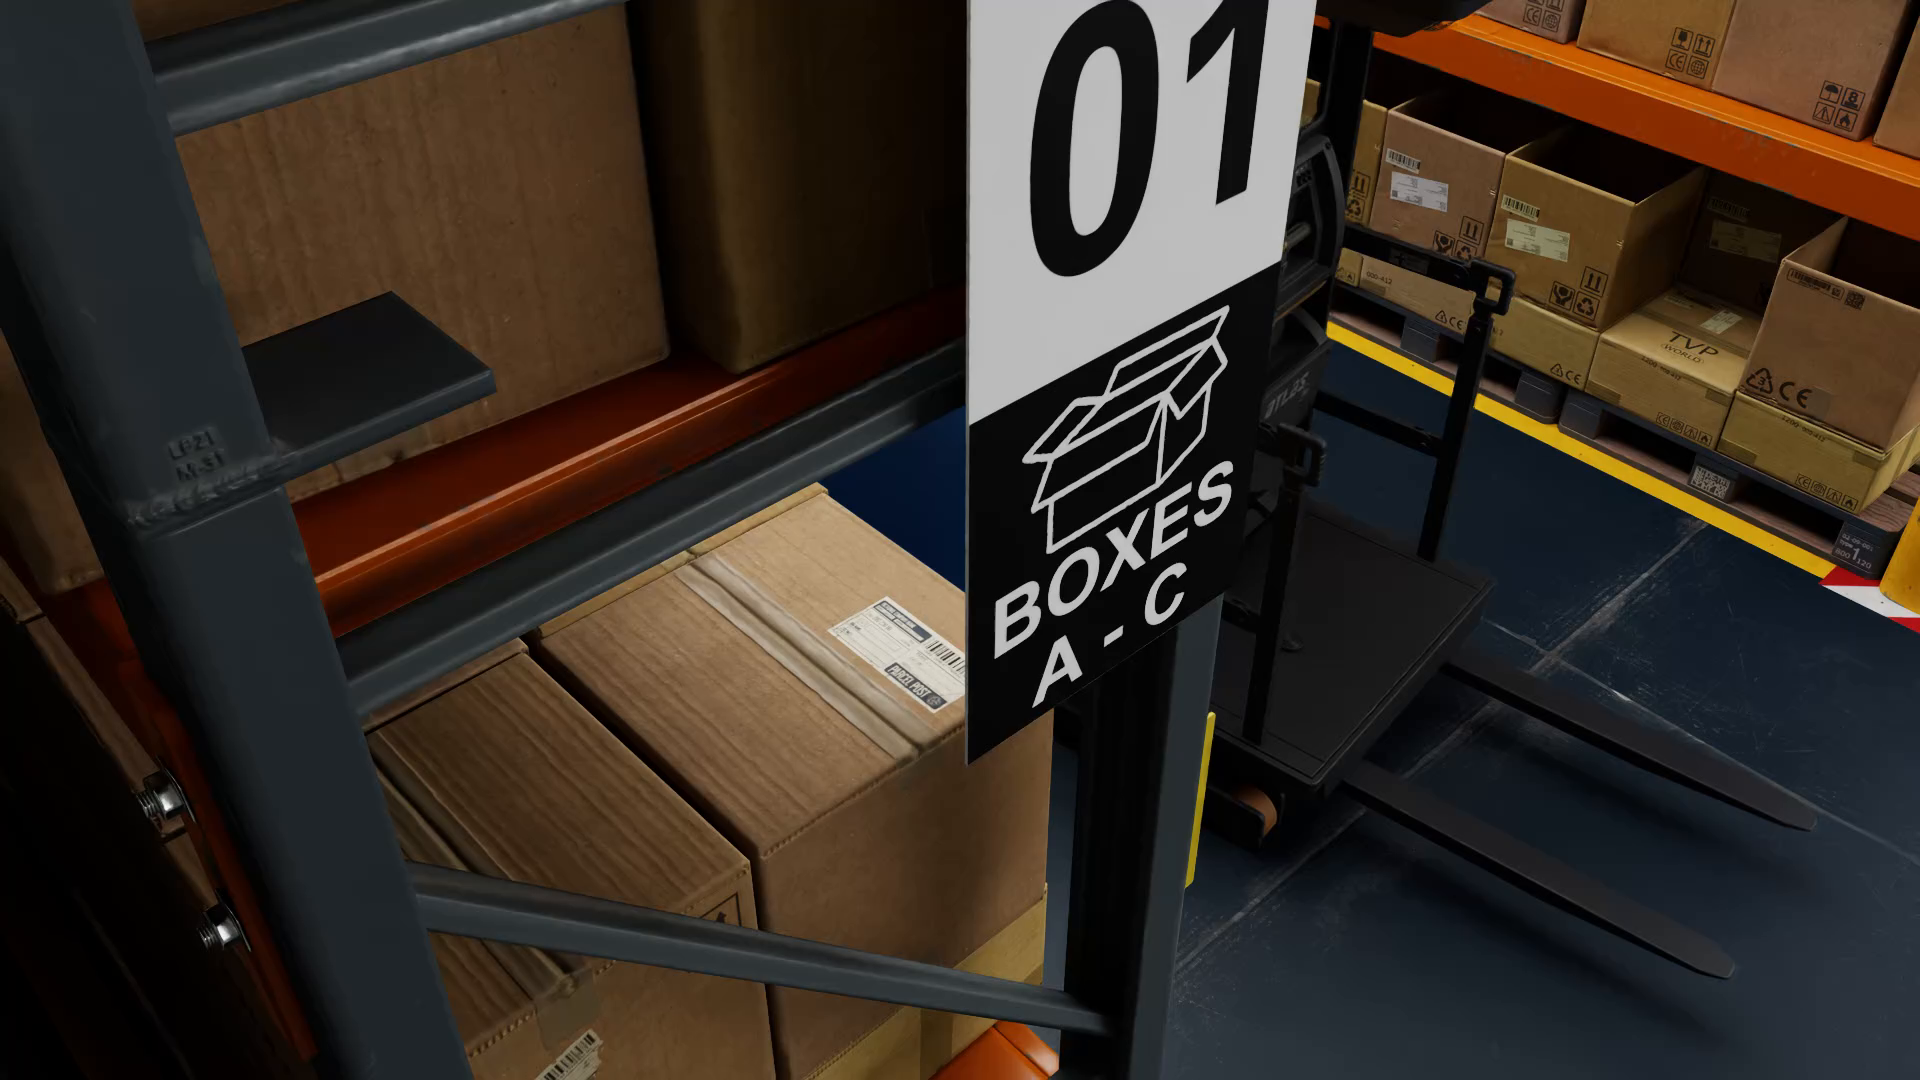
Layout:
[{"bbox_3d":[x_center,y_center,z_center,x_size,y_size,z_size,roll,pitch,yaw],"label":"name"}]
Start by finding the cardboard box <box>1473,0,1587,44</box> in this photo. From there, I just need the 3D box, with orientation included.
[{"bbox_3d":[2.172,-2.153,5.873,0.700,0.500,0.500,-28,47,-31],"label":"cardboard box"}]

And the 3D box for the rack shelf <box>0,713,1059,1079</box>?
[{"bbox_3d":[-1.471,0.283,3.508,1.077,0.370,4.000,-30,48,-32],"label":"rack shelf"}]

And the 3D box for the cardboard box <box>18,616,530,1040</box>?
[{"bbox_3d":[-0.927,0.323,2.393,0.500,0.500,0.500,-29,47,-31],"label":"cardboard box"}]

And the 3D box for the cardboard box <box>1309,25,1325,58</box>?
[{"bbox_3d":[1.249,-1.839,6.821,0.500,0.500,0.500,-30,48,-32],"label":"cardboard box"}]

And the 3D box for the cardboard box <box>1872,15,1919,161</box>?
[{"bbox_3d":[3.221,-1.438,4.988,0.700,0.500,0.500,-30,48,-32],"label":"cardboard box"}]

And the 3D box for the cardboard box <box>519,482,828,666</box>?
[{"bbox_3d":[-0.547,0.106,2.662,0.500,0.500,0.500,-30,48,-32],"label":"cardboard box"}]

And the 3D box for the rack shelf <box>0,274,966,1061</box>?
[{"bbox_3d":[-1.471,-0.884,2.566,1.077,0.370,4.000,-30,48,-32],"label":"rack shelf"}]

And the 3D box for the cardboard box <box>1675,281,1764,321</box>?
[{"bbox_3d":[2.988,-0.844,6.186,0.500,0.250,0.500,-30,48,-32],"label":"cardboard box"}]

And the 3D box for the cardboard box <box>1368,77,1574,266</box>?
[{"bbox_3d":[1.921,-1.373,6.245,0.500,0.500,0.500,-30,48,-32],"label":"cardboard box"}]

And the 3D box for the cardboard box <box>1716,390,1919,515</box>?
[{"bbox_3d":[2.947,-0.394,5.629,0.500,0.250,0.500,-30,48,-32],"label":"cardboard box"}]

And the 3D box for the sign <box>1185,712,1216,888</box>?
[{"bbox_3d":[0.281,0.362,2.150,0.100,0.325,0.005,-30,48,-32],"label":"sign"}]

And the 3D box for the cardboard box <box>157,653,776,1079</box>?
[{"bbox_3d":[-0.594,0.560,2.100,0.500,0.500,0.500,-31,48,-32],"label":"cardboard box"}]

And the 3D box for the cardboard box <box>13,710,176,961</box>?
[{"bbox_3d":[-1.280,0.379,2.921,0.500,0.250,0.500,-30,48,-32],"label":"cardboard box"}]

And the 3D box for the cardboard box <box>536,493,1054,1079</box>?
[{"bbox_3d":[-0.220,0.339,2.373,0.500,0.500,0.500,-30,48,-32],"label":"cardboard box"}]

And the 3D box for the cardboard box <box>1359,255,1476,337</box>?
[{"bbox_3d":[1.924,-1.083,6.482,0.500,0.250,0.500,-30,48,-32],"label":"cardboard box"}]

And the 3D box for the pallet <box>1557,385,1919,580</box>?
[{"bbox_3d":[2.979,-0.429,6.037,1.003,0.211,1.213,-30,48,-32],"label":"pallet"}]

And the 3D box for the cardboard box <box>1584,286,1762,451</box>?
[{"bbox_3d":[2.600,-0.620,5.909,0.500,0.250,0.500,-30,48,-32],"label":"cardboard box"}]

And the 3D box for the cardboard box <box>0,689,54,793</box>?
[{"bbox_3d":[-1.624,0.147,3.209,0.500,0.250,0.500,-29,47,-31],"label":"cardboard box"}]

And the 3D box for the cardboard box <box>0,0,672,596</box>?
[{"bbox_3d":[-0.588,-0.370,1.262,0.500,0.500,0.500,-26,46,-29],"label":"cardboard box"}]

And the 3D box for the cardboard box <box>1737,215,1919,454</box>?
[{"bbox_3d":[2.946,-0.685,5.392,0.500,0.500,0.500,-30,48,-32],"label":"cardboard box"}]

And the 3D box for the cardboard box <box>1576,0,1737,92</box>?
[{"bbox_3d":[2.531,-1.911,5.574,0.700,0.500,0.500,-30,47,-31],"label":"cardboard box"}]

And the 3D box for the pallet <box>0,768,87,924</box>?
[{"bbox_3d":[-2.344,0.459,4.938,1.003,0.211,1.213,-30,48,-32],"label":"pallet"}]

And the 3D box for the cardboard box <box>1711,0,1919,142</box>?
[{"bbox_3d":[2.862,-1.679,5.286,0.700,0.500,0.500,-29,47,-31],"label":"cardboard box"}]

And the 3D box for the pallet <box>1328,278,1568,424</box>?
[{"bbox_3d":[2.159,-0.993,6.736,1.003,0.211,1.213,-30,48,-32],"label":"pallet"}]

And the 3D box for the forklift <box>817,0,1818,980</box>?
[{"bbox_3d":[0.896,-0.675,4.177,3.031,2.935,1.130,27,46,30],"label":"forklift"}]

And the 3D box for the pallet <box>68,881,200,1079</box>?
[{"bbox_3d":[-1.515,1.023,4.239,1.003,0.211,1.213,-30,48,-32],"label":"pallet"}]

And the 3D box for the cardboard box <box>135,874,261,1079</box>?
[{"bbox_3d":[-0.936,0.610,2.636,0.500,0.250,0.500,-29,47,-31],"label":"cardboard box"}]

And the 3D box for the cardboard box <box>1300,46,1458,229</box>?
[{"bbox_3d":[1.582,-1.604,6.530,0.500,0.500,0.500,-30,48,-32],"label":"cardboard box"}]

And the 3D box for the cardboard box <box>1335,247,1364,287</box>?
[{"bbox_3d":[1.581,-1.312,6.765,0.500,0.250,0.500,-30,48,-32],"label":"cardboard box"}]

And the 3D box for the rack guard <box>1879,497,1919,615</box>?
[{"bbox_3d":[3.544,-0.194,5.517,1.175,0.500,0.348,-30,48,-32],"label":"rack guard"}]

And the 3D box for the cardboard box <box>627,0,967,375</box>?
[{"bbox_3d":[-0.161,-0.545,1.479,0.500,0.500,0.500,-29,47,-31],"label":"cardboard box"}]

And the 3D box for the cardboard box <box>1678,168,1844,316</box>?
[{"bbox_3d":[2.989,-1.136,5.951,0.500,0.500,0.500,-30,48,-32],"label":"cardboard box"}]

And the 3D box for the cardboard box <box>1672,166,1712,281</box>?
[{"bbox_3d":[2.641,-1.362,6.231,0.500,0.500,0.500,-30,48,-32],"label":"cardboard box"}]

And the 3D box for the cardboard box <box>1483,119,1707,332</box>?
[{"bbox_3d":[2.258,-1.141,5.957,0.500,0.500,0.500,-30,48,-32],"label":"cardboard box"}]

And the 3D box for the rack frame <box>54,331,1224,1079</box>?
[{"bbox_3d":[-0.119,0.929,2.136,1.000,3.000,0.127,-30,48,-32],"label":"rack frame"}]

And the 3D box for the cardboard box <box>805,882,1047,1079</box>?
[{"bbox_3d":[-0.215,0.619,2.624,0.500,0.250,0.500,-31,48,-33],"label":"cardboard box"}]

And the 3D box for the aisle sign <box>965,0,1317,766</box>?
[{"bbox_3d":[0.151,-0.176,1.436,0.394,0.787,0.004,-30,48,-32],"label":"aisle sign"}]

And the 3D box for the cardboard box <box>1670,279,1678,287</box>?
[{"bbox_3d":[2.650,-1.075,6.473,0.500,0.250,0.500,-30,48,-32],"label":"cardboard box"}]

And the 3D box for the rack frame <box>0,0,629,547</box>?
[{"bbox_3d":[-0.119,-1.405,0.251,1.000,3.000,0.127,-30,48,-32],"label":"rack frame"}]

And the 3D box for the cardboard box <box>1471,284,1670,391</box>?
[{"bbox_3d":[2.261,-0.851,6.195,0.500,0.250,0.500,-30,48,-32],"label":"cardboard box"}]

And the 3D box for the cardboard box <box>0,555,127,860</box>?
[{"bbox_3d":[-1.280,0.086,2.687,0.500,0.500,0.500,-31,48,-33],"label":"cardboard box"}]
